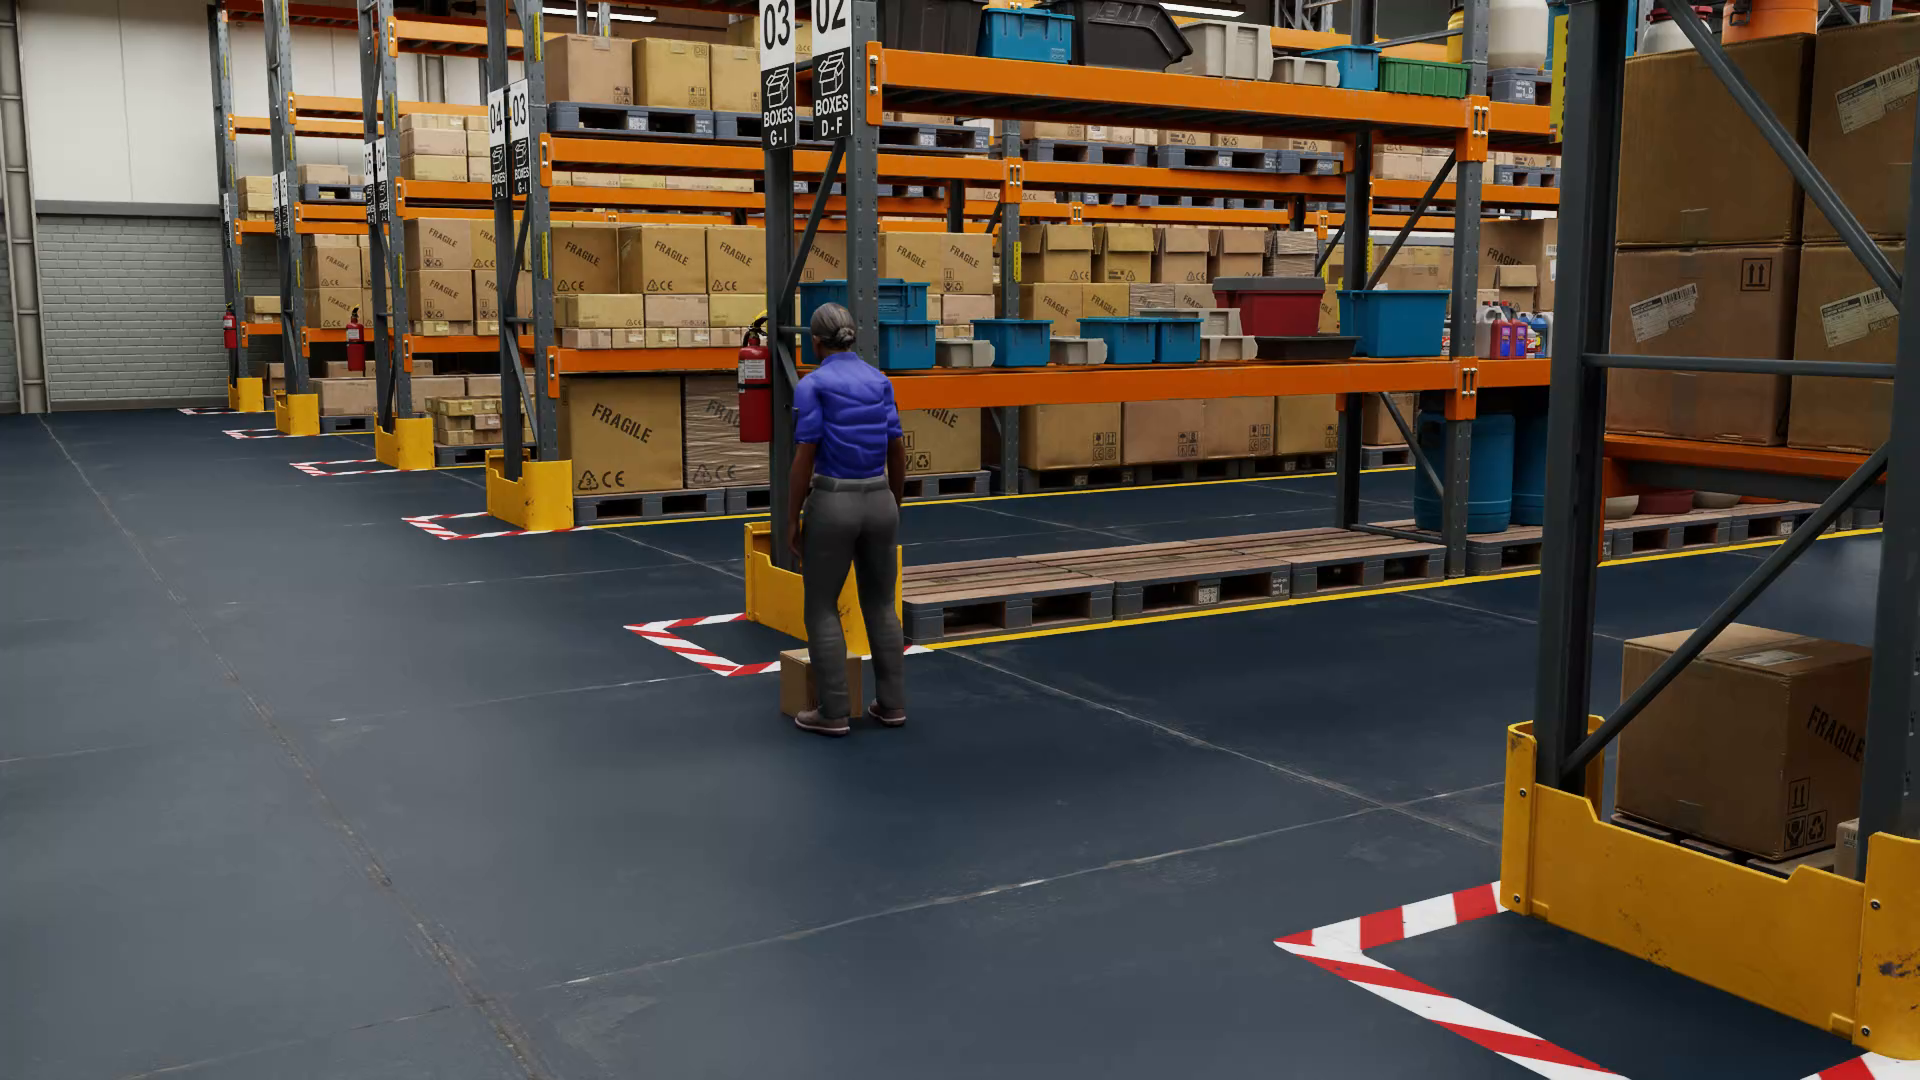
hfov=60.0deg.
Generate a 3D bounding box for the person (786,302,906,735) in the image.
[{"bbox_3d":[-0.433,-0.085,6.432,0.516,1.654,0.353,-5,10,-32],"label":"person"}]
